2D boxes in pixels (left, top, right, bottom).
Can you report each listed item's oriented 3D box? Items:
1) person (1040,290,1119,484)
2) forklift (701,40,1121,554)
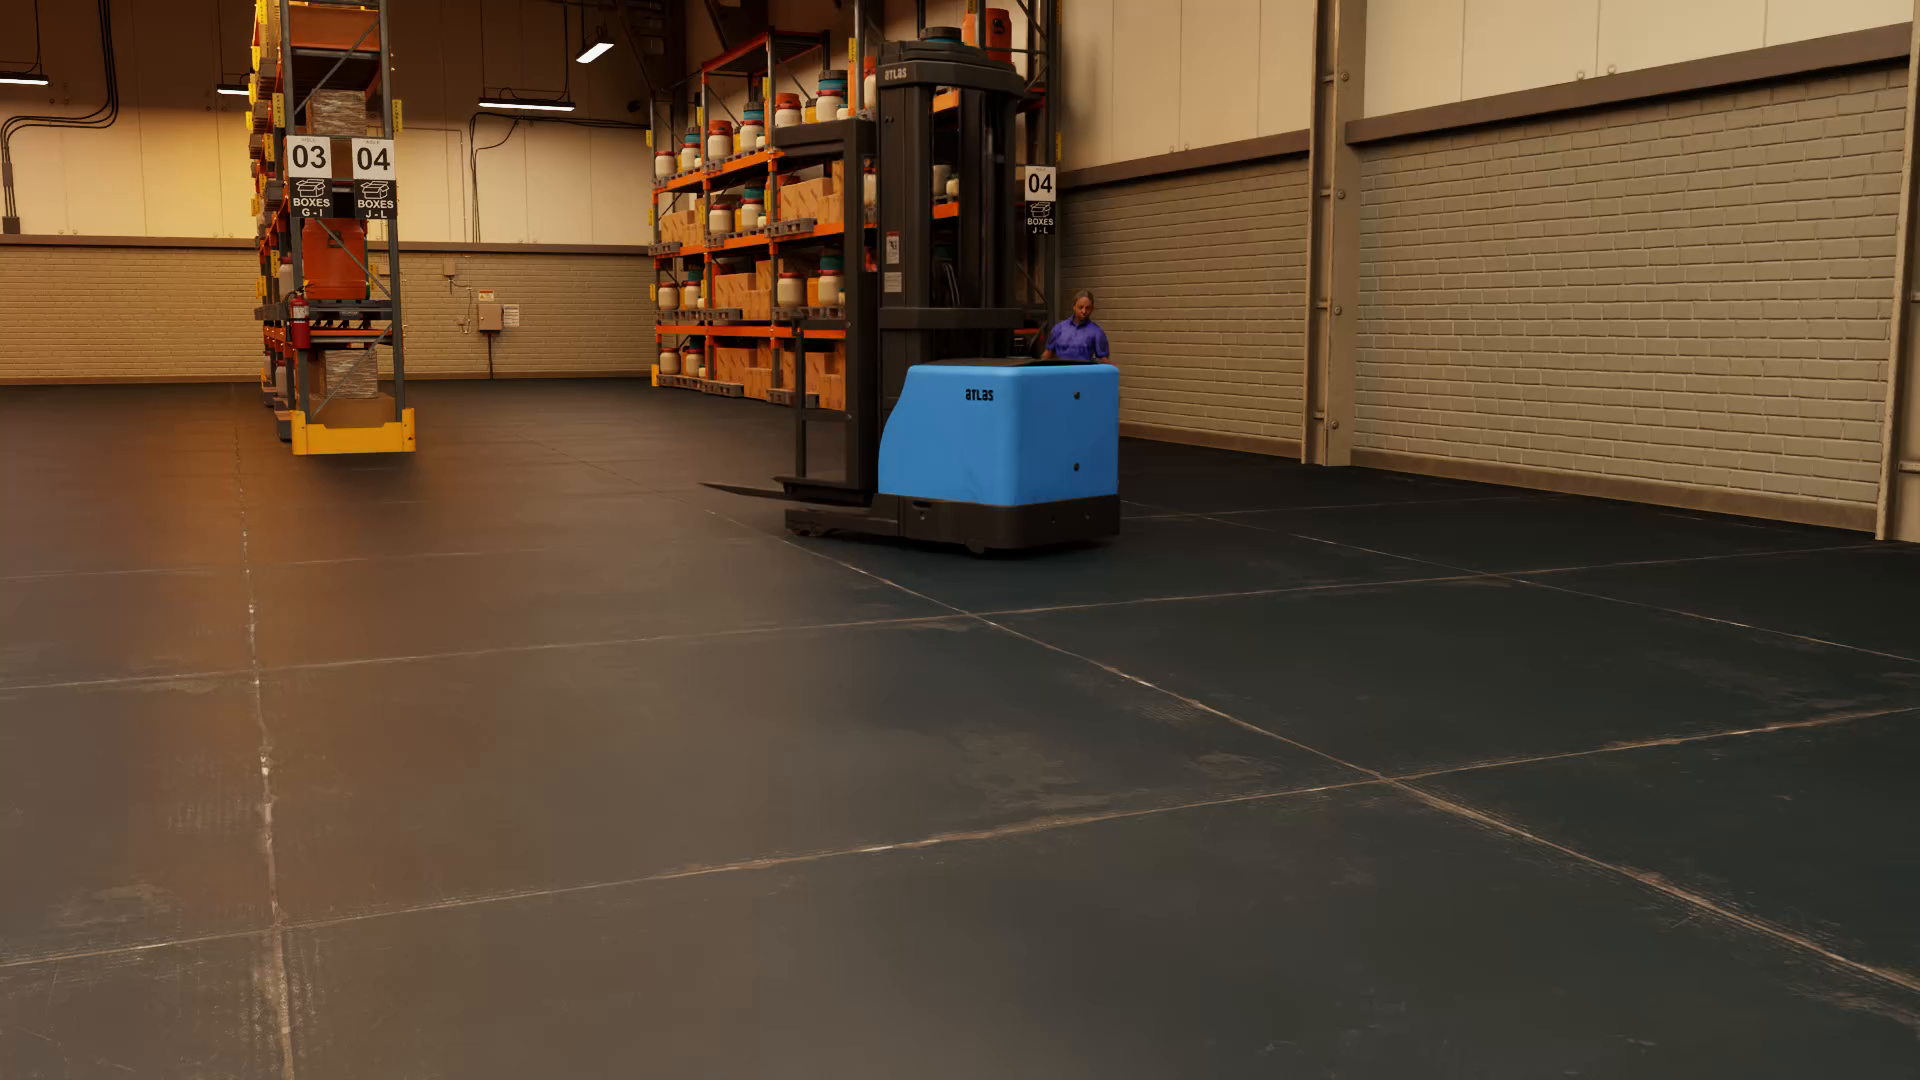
[{"bbox_3d":[0.940,-1.260,13.719,0.815,1.582,0.461,3,8,21],"label":"person"},{"bbox_3d":[-0.454,-1.511,10.401,3.031,2.935,1.130,7,10,44],"label":"forklift"}]
